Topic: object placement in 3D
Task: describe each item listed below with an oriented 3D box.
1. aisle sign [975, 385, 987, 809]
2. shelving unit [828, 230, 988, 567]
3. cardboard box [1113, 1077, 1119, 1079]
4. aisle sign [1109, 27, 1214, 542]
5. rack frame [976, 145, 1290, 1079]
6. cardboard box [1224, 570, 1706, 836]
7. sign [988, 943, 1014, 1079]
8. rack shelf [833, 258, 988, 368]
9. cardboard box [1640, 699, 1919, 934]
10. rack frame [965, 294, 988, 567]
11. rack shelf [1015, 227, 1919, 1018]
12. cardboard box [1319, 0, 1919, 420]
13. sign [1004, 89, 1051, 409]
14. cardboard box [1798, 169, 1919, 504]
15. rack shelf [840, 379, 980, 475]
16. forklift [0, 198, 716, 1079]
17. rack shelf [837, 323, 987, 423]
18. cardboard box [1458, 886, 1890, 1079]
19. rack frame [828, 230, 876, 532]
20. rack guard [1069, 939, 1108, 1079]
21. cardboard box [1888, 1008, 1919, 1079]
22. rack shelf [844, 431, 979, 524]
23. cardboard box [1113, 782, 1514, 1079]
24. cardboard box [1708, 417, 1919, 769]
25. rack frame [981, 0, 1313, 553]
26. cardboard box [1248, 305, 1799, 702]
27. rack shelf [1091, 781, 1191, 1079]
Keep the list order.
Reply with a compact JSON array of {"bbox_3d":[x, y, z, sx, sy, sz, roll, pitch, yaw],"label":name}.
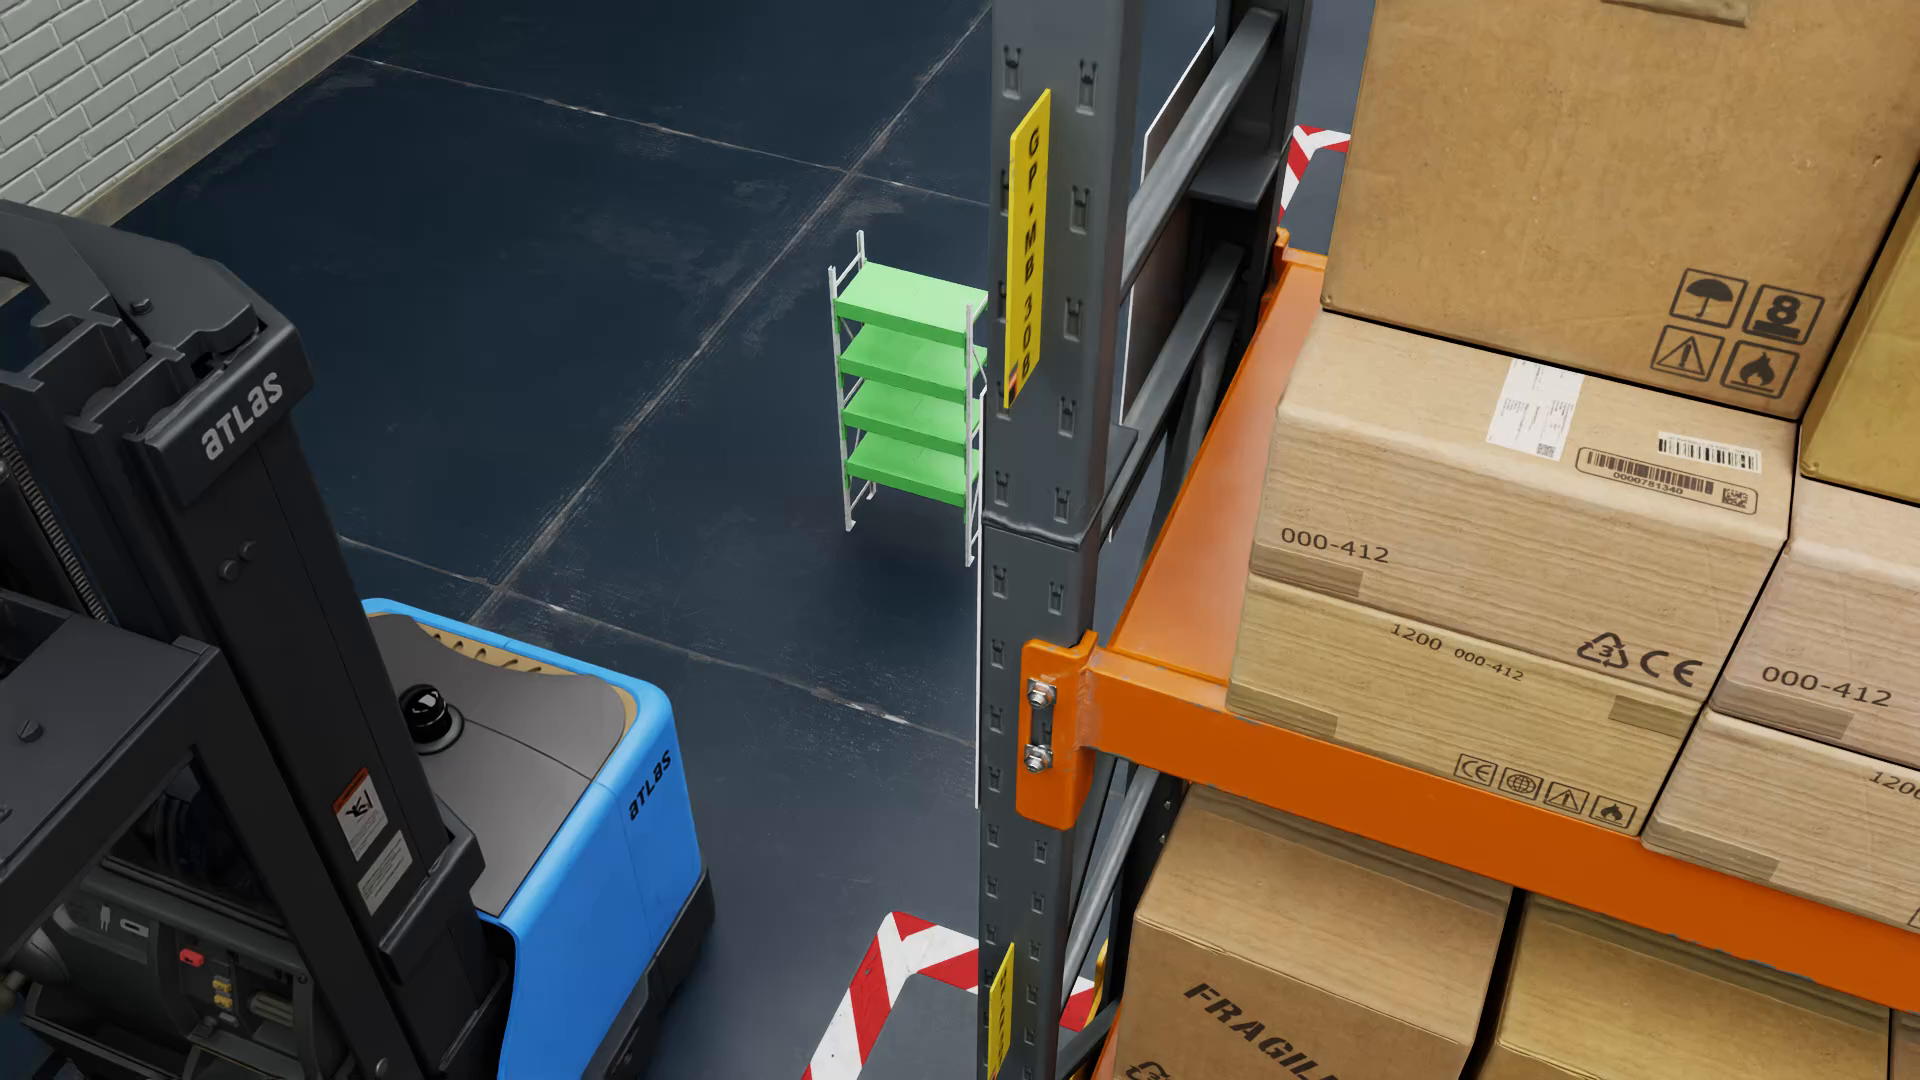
[{"bbox_3d":[0.100,-0.013,2.293,0.004,0.787,0.394,16,47,16],"label":"aisle sign"},{"bbox_3d":[-0.153,-0.470,5.872,0.503,1.200,0.258,16,47,16],"label":"shelving unit"},{"bbox_3d":[0.584,0.993,3.055,0.500,0.500,0.500,17,47,17],"label":"cardboard box"},{"bbox_3d":[0.331,-0.404,2.686,0.004,0.787,0.394,16,47,16],"label":"aisle sign"},{"bbox_3d":[0.276,0.736,3.384,0.127,3.000,1.000,16,47,16],"label":"rack frame"},{"bbox_3d":[0.652,0.031,2.072,0.500,0.250,0.500,16,47,16],"label":"cardboard box"},{"bbox_3d":[0.067,0.782,2.723,0.005,0.325,0.100,16,47,16],"label":"sign"},{"bbox_3d":[-0.153,-0.765,5.579,0.480,0.148,0.258,16,47,16],"label":"rack shelf"},{"bbox_3d":[1.109,0.175,1.927,0.500,0.250,0.500,16,47,16],"label":"cardboard box"},{"bbox_3d":[0.072,-0.404,5.805,0.015,1.200,0.240,16,47,16],"label":"rack frame"},{"bbox_3d":[2.122,0.471,2.034,4.000,0.370,1.077,16,47,16],"label":"rack shelf"},{"bbox_3d":[0.757,-0.588,1.808,0.500,0.500,0.700,16,47,16],"label":"cardboard box"},{"bbox_3d":[0.067,-0.284,1.662,0.005,0.325,0.100,16,47,16],"label":"sign"},{"bbox_3d":[1.185,-0.398,1.616,0.500,0.500,0.700,16,47,16],"label":"cardboard box"},{"bbox_3d":[-0.153,-0.425,5.917,0.480,0.148,0.258,16,47,16],"label":"rack shelf"},{"bbox_3d":[-1.751,0.954,3.213,1.130,2.935,3.031,16,47,15],"label":"forklift"},{"bbox_3d":[-0.153,-0.595,5.748,0.480,0.148,0.258,16,47,16],"label":"rack shelf"},{"bbox_3d":[1.070,0.775,2.564,0.500,0.500,0.500,17,47,16],"label":"cardboard box"},{"bbox_3d":[-0.378,-0.537,5.939,0.015,1.200,0.240,16,47,16],"label":"rack frame"},{"bbox_3d":[0.346,1.643,4.245,0.348,0.500,1.175,16,47,16],"label":"rack guard"},{"bbox_3d":[1.529,0.914,2.425,0.500,0.500,0.500,17,47,16],"label":"cardboard box"},{"bbox_3d":[-0.153,-0.255,6.086,0.480,0.148,0.258,16,47,16],"label":"rack shelf"},{"bbox_3d":[0.584,0.638,2.702,0.500,0.500,0.500,18,48,17],"label":"cardboard box"},{"bbox_3d":[1.109,-0.002,1.751,0.500,0.250,0.500,16,47,16],"label":"cardboard box"},{"bbox_3d":[0.276,-1.391,1.268,0.127,3.000,1.000,16,47,16],"label":"rack frame"},{"bbox_3d":[0.650,-0.143,1.892,0.500,0.250,0.500,16,47,16],"label":"cardboard box"},{"bbox_3d":[2.122,1.534,3.092,4.000,0.370,1.077,16,47,16],"label":"rack shelf"}]
